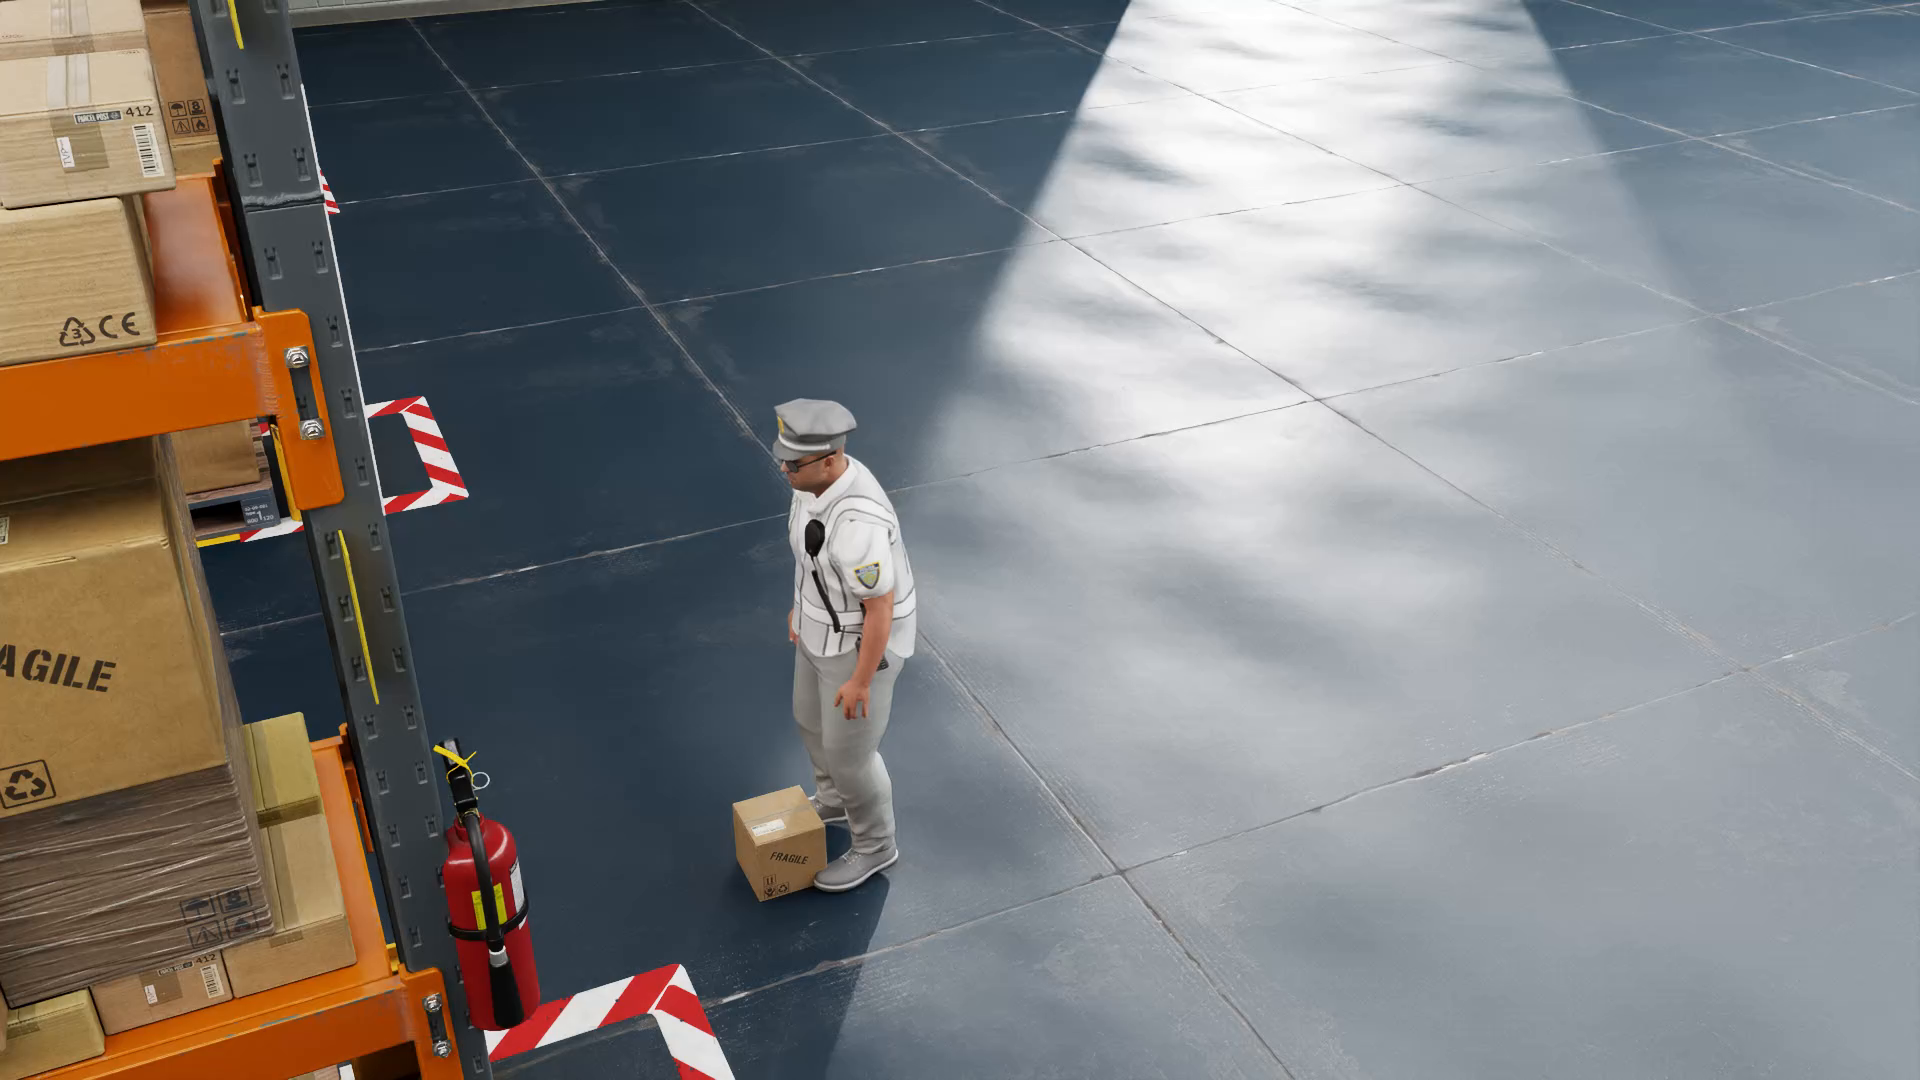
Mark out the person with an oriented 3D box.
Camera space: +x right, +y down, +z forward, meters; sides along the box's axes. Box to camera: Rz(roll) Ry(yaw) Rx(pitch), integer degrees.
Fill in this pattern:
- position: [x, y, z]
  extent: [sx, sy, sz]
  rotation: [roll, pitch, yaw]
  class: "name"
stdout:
- position: [-0.384, 0.336, 5.521]
  extent: [0.436, 1.746, 0.586]
  rotation: [-13, 32, -22]
  class: "person"
